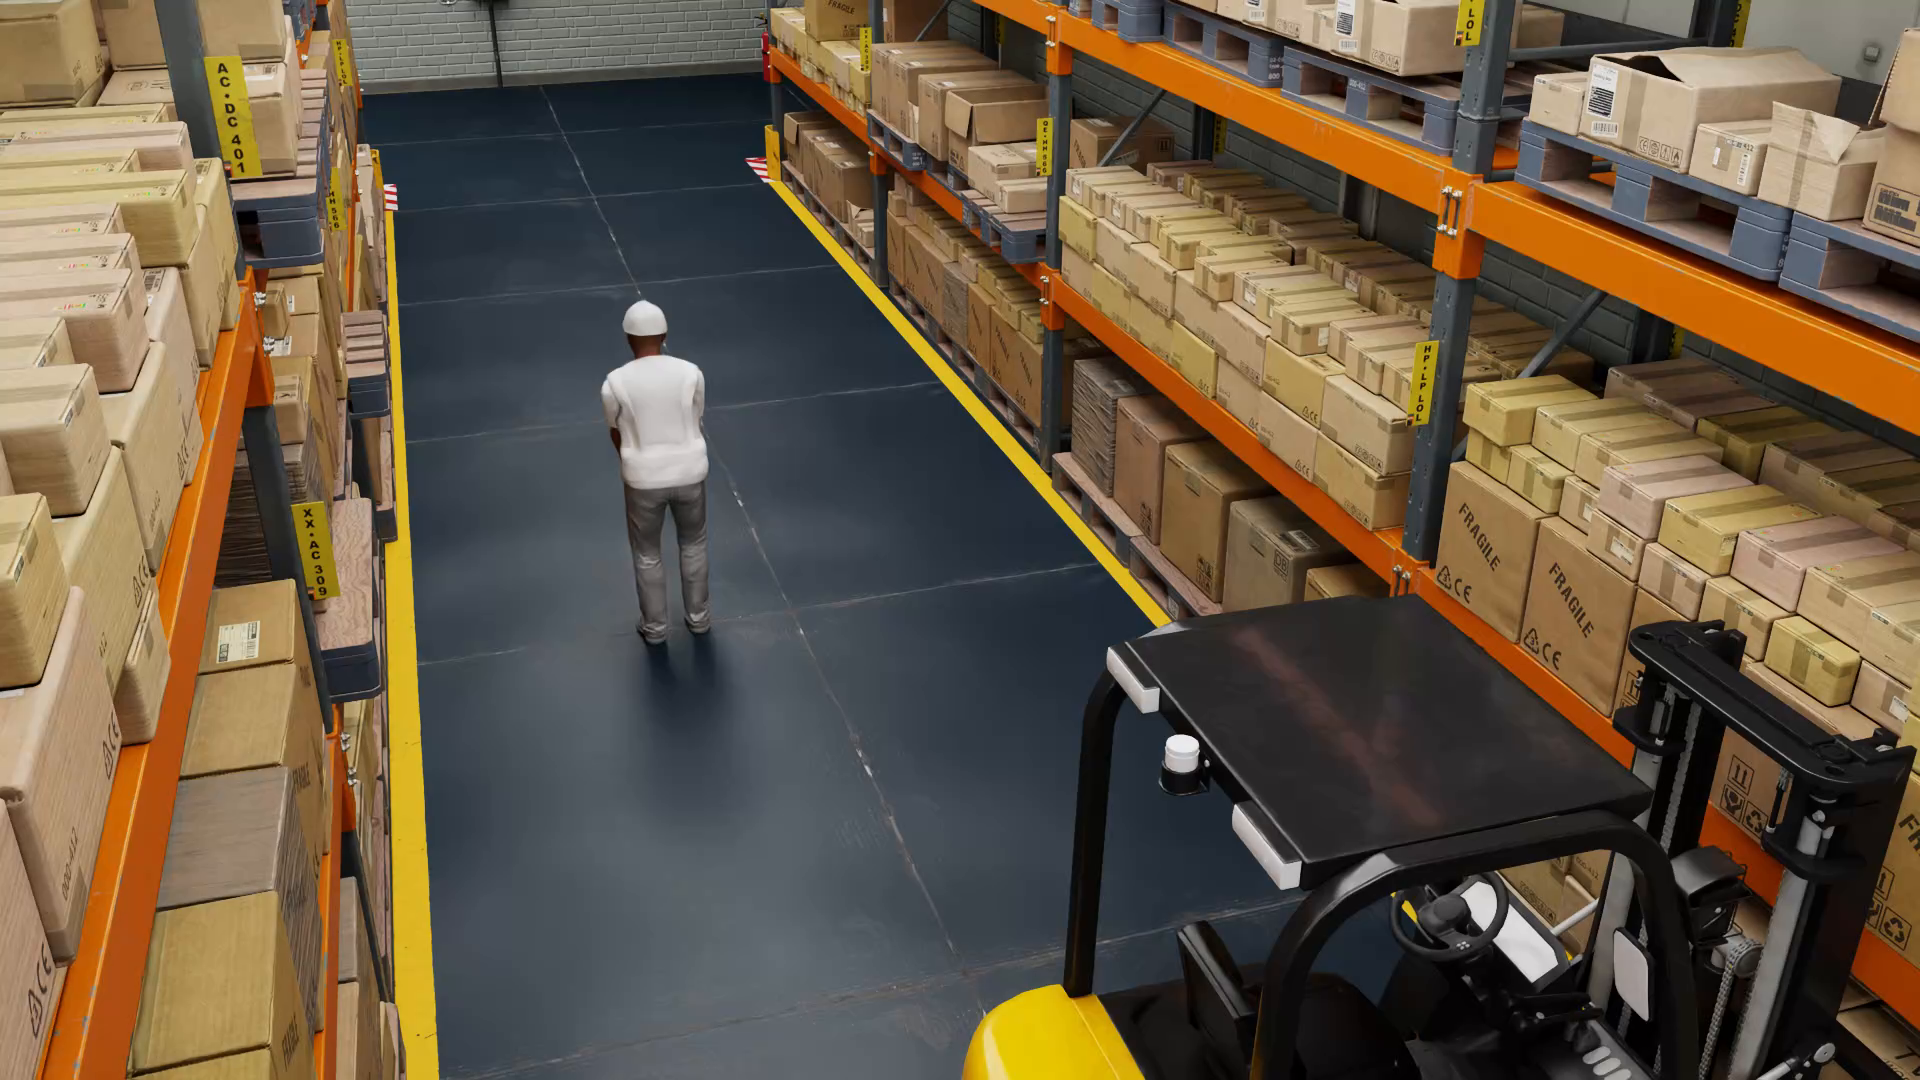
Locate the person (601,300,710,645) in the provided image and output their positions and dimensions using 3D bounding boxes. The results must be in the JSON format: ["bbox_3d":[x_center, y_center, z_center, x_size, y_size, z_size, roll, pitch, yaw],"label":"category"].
[{"bbox_3d":[-1.509,-0.353,8.319,0.503,1.752,0.582,-9,27,-17],"label":"person"}]
